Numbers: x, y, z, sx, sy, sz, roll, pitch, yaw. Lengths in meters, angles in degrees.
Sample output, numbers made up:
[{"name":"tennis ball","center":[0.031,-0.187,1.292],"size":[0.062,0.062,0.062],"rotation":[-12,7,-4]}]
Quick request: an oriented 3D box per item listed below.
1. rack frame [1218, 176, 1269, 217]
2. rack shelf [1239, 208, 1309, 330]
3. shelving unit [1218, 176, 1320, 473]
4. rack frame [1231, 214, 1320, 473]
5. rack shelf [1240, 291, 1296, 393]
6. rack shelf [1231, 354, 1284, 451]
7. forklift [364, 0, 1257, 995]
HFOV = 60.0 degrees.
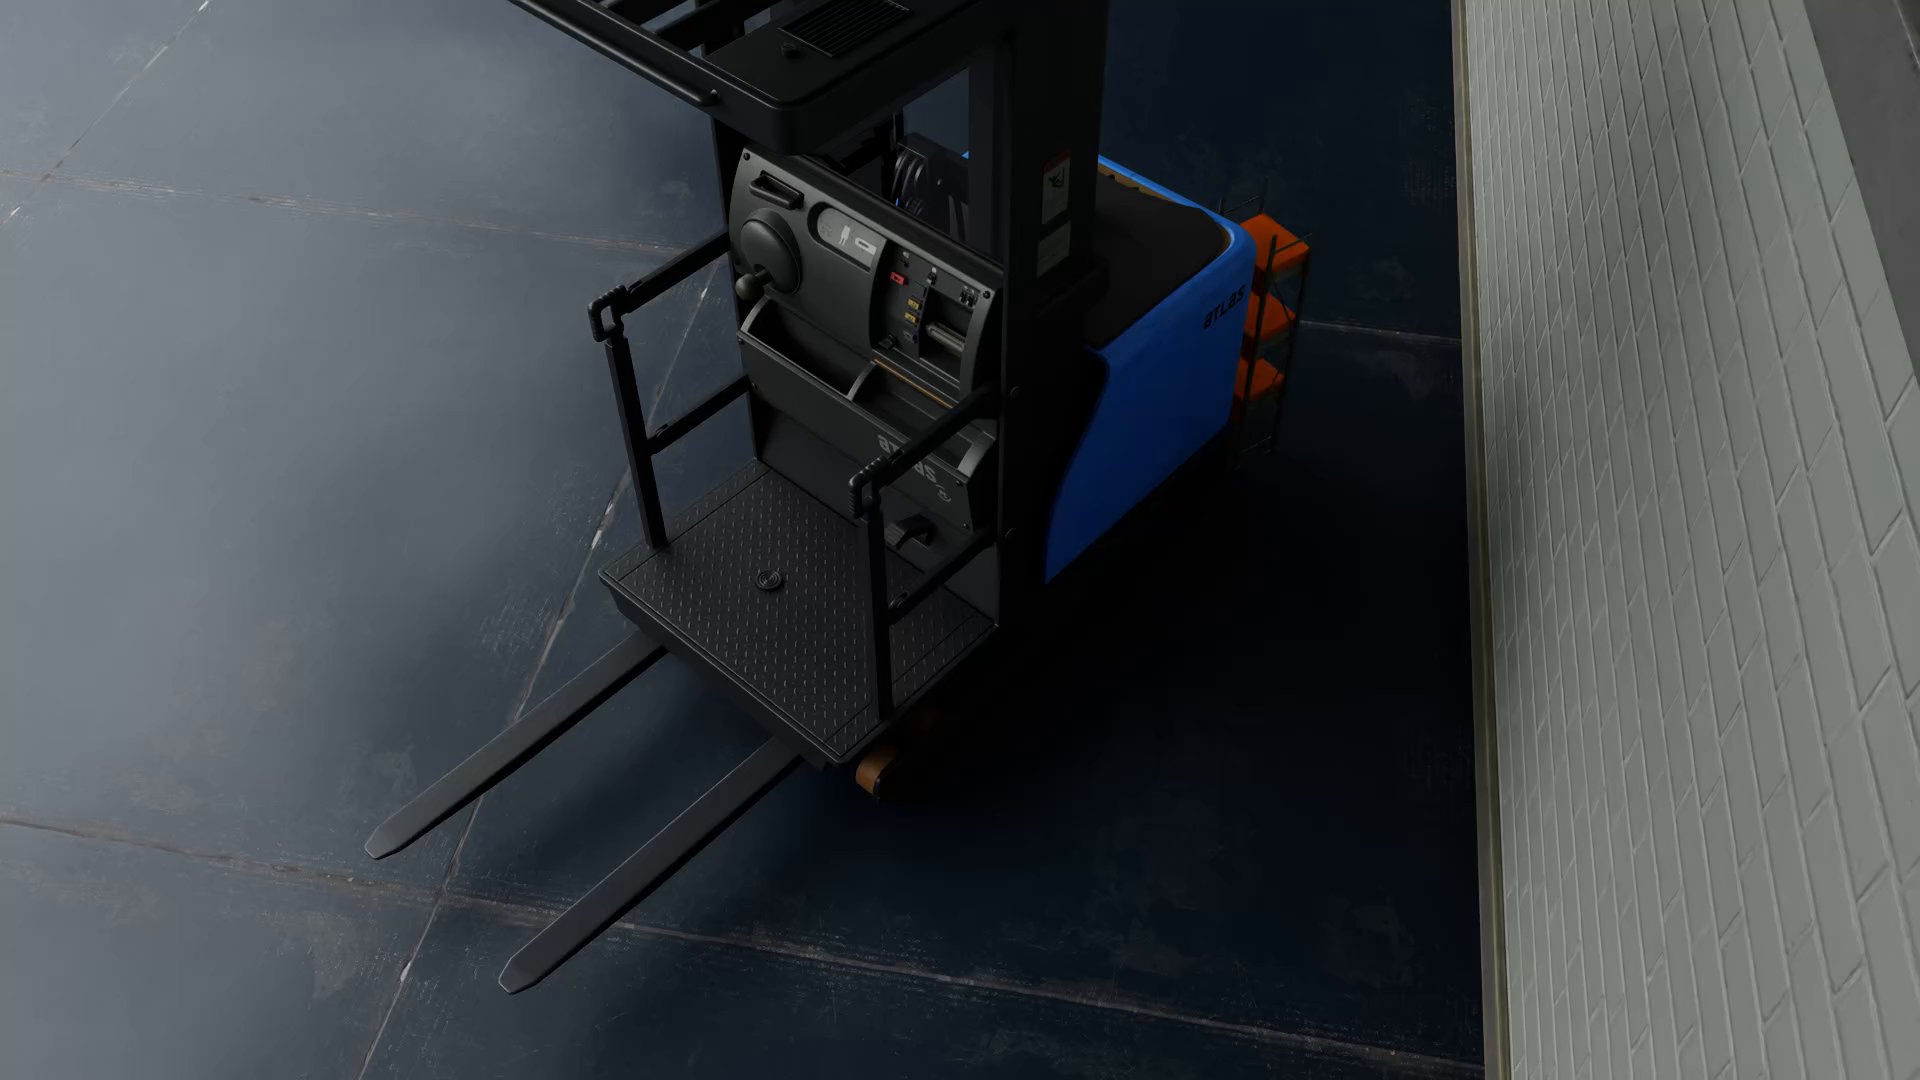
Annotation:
[{"name":"rack frame","center":[0.918,-0.787,5.751],"size":[0.200,1.050,0.008],"rotation":[-27,54,-23]},{"name":"rack shelf","center":[0.988,-0.895,5.481],"size":[0.215,0.259,0.240],"rotation":[-27,54,-23]},{"name":"shelving unit","center":[0.988,-0.712,5.684],"size":[0.215,1.050,0.252],"rotation":[-27,54,-23]},{"name":"rack frame","center":[1.058,-0.638,5.617],"size":[0.200,1.050,0.008],"rotation":[-27,54,-23]},{"name":"rack shelf","center":[0.988,-0.705,5.692],"size":[0.215,0.259,0.240],"rotation":[-27,54,-23]},{"name":"rack shelf","center":[0.988,-0.519,5.899],"size":[0.215,0.259,0.240],"rotation":[-27,54,-23]},{"name":"forklift","center":[-0.417,-0.636,4.351],"size":[1.130,2.935,3.031],"rotation":[34,56,27]}]
